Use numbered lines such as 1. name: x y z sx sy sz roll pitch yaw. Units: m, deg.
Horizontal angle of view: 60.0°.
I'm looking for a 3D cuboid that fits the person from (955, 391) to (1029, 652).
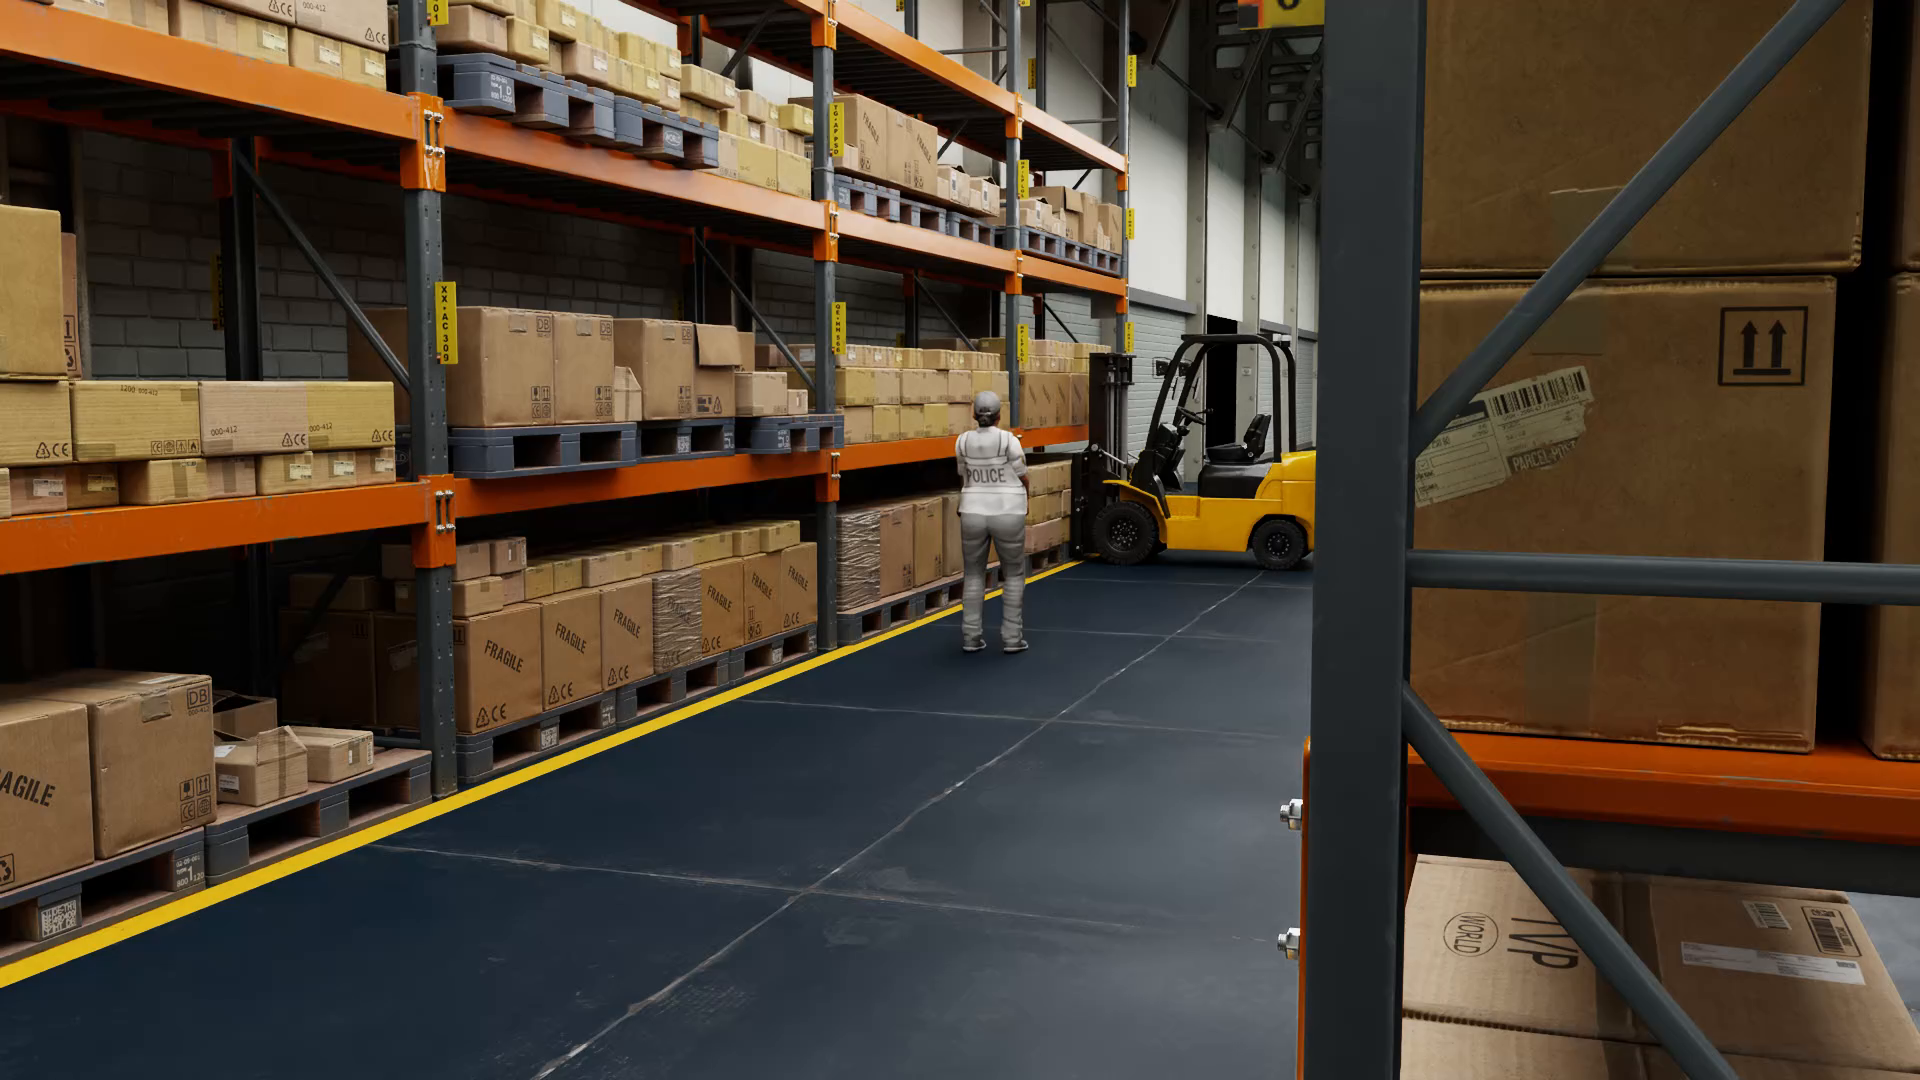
1. person: 0.222 -0.119 10.567 0.453 1.653 0.541 2 6 17
